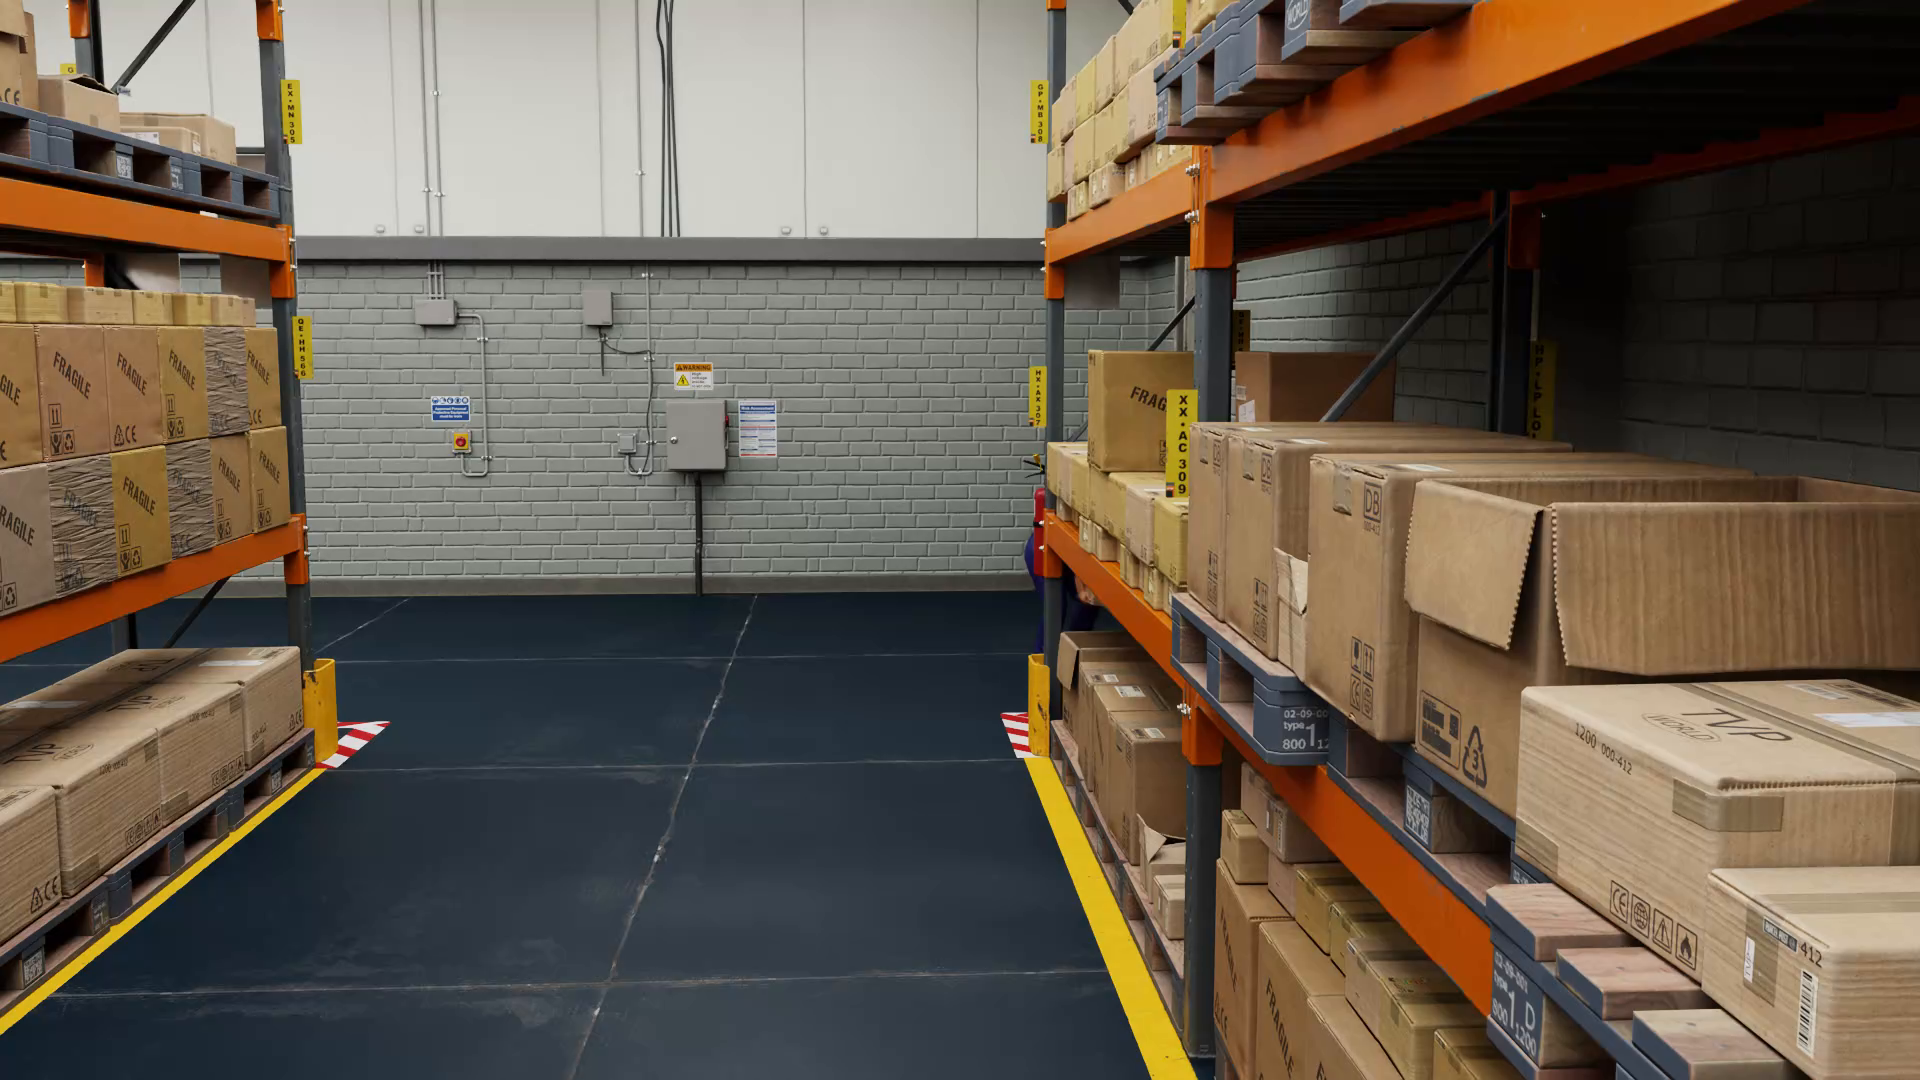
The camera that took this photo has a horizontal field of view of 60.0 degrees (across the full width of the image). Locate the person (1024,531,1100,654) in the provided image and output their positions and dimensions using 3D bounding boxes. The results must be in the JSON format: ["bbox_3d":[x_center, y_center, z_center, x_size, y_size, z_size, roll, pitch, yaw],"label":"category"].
[{"bbox_3d":[0.807,0.248,11.076,0.793,1.341,0.452,7,10,43],"label":"person"}]
